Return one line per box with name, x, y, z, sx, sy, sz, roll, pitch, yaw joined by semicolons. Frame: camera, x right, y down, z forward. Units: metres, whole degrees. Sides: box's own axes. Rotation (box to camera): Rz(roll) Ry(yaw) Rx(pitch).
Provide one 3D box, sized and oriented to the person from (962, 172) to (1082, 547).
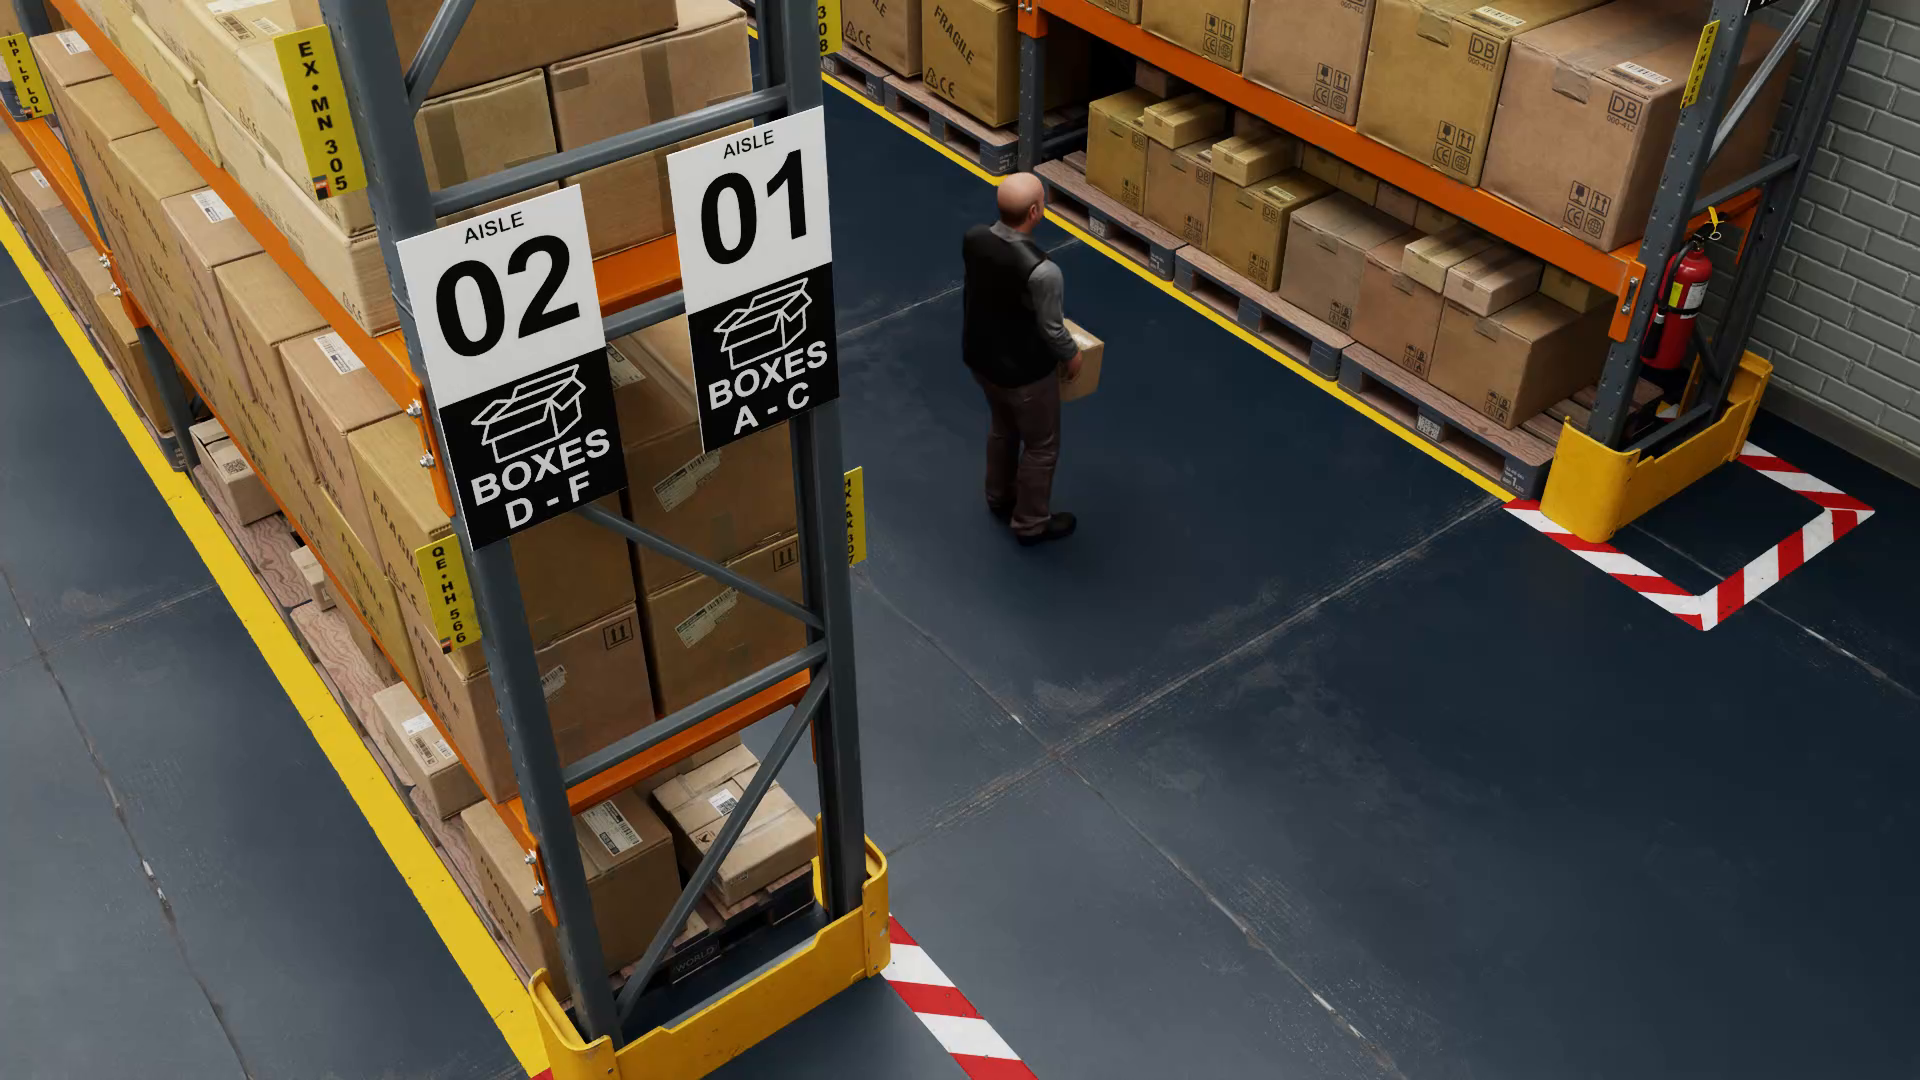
person;0.250;-0.771;7.089;0.469;1.727;0.548;-27;47;-29
